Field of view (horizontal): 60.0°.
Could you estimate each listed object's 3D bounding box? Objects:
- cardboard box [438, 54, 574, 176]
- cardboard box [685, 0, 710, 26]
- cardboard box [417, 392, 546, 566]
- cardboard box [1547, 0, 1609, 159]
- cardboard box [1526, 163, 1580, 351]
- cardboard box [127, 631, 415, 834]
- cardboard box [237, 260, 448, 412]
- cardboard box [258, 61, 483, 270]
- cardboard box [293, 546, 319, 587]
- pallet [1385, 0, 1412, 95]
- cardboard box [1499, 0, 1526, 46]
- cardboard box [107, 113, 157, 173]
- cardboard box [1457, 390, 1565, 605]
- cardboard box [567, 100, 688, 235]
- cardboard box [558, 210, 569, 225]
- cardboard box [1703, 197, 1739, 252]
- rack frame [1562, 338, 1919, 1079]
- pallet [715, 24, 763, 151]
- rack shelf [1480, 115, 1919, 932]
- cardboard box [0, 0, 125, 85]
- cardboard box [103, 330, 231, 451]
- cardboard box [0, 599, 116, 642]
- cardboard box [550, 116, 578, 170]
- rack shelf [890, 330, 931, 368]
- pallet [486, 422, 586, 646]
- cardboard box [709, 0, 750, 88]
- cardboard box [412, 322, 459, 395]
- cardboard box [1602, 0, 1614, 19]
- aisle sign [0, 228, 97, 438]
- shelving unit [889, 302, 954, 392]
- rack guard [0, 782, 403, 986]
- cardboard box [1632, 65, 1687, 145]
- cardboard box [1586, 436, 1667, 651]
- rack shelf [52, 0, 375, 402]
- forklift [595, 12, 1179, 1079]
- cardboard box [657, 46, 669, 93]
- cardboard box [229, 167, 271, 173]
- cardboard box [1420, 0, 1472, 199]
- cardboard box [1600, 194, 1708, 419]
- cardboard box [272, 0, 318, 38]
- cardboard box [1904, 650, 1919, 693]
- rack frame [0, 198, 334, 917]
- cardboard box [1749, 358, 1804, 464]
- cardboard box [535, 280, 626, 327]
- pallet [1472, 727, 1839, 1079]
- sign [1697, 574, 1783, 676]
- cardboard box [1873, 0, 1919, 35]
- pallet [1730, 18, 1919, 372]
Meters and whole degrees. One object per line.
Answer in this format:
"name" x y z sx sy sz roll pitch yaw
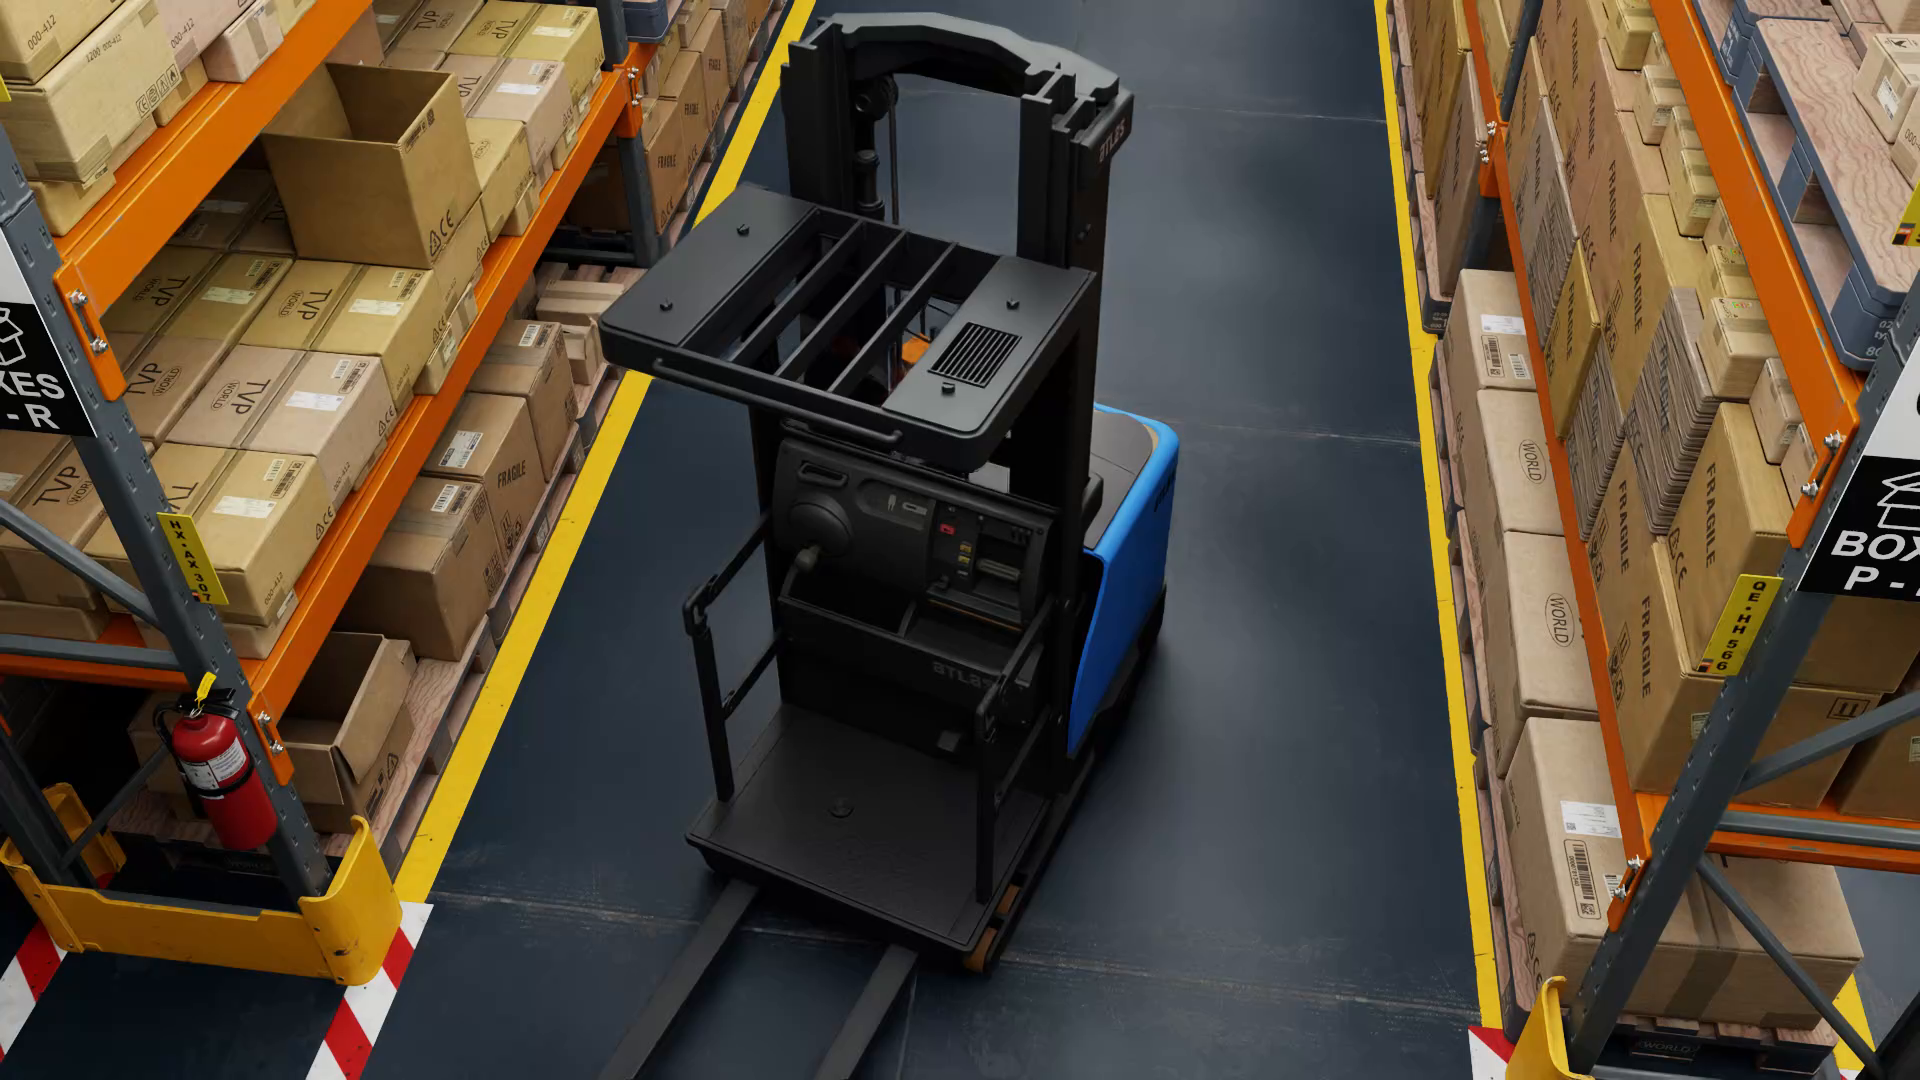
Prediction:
"cardboard box" -1.920 -1.750 6.831 0.500 0.250 0.500 5 44 6
"cardboard box" -1.621 -3.005 9.304 0.380 0.149 0.250 7 44 7
"cardboard box" -2.076 -0.266 6.884 0.500 0.500 0.500 6 44 6
"cardboard box" 2.502 -1.713 6.100 0.500 0.500 0.500 5 44 5
"cardboard box" 2.413 -1.019 6.094 0.500 0.500 0.500 5 44 6
"cardboard box" -2.397 0.664 5.900 0.797 0.503 0.637 4 44 4
"cardboard box" -2.115 -0.710 5.733 0.500 0.250 0.500 4 44 5
"cardboard box" -2.047 -1.315 5.827 0.500 0.500 0.500 6 44 7
"cardboard box" -2.269 0.032 5.239 0.380 0.149 0.250 6 44 7
"pallet" 3.228 -3.143 10.438 1.003 0.211 1.213 5 44 6
"cardboard box" 2.695 -2.409 7.380 0.500 0.250 0.500 5 44 5
"cardboard box" -2.290 -1.057 4.208 0.380 0.149 0.250 6 44 6
"cardboard box" 2.571 -0.153 6.811 0.875 0.438 0.875 4 44 4
"cardboard box" -1.756 -1.962 8.676 0.500 0.500 0.500 7 44 7
"cardboard box" -2.271 -2.015 8.731 0.500 0.500 0.500 5 44 5
"cardboard box" 2.337 -0.830 4.695 0.380 0.149 0.250 5 44 5
"rack frame" 2.349 0.766 4.281 1.000 3.000 0.127 5 44 6
"pallet" -1.814 -2.787 10.062 1.003 0.211 1.213 5 44 6
"rack shelf" 2.613 -0.335 5.968 1.077 0.370 4.000 5 44 6
"cardboard box" -2.264 -1.286 3.796 0.500 0.250 0.500 5 44 5
"cardboard box" -2.705 -0.425 5.432 0.500 0.250 0.500 5 44 6
"cardboard box" -2.794 0.159 5.106 0.380 0.149 0.250 5 44 5
"cardboard box" -1.858 -1.718 7.088 0.380 0.149 0.250 6 44 7
"rack shelf" -0.127 -0.715 6.695 0.258 0.103 0.180 31 52 29
"pallet" -2.294 -0.094 7.218 1.003 0.211 1.213 5 44 6
"cardboard box" -1.550 -3.019 9.791 0.500 0.500 0.500 4 44 4
"cardboard box" -2.037 -0.664 5.974 0.380 0.149 0.250 4 44 4
"cardboard box" 2.475 -1.885 5.810 0.380 0.149 0.250 5 44 5
"aisle sign" -2.290 -0.553 3.784 0.394 0.787 0.004 5 44 6
"shelving unit" -0.127 -0.486 6.912 0.258 1.200 0.189 31 52 29
"rack guard" -2.562 1.174 5.669 1.175 0.500 0.348 5 44 6
"cardboard box" 2.359 -1.367 5.262 0.380 0.149 0.250 5 44 6
"cardboard box" 2.232 0.037 4.979 0.500 0.500 0.500 4 44 5
"rack shelf" -2.307 -1.873 5.410 1.077 0.370 4.000 5 44 6
"forklift" -0.256 0.070 5.067 1.130 2.935 3.031 18 46 18
"cardboard box" -1.749 -2.481 8.751 0.380 0.149 0.250 3 44 3
"cardboard box" -2.506 -1.455 6.520 0.500 0.250 0.500 6 44 6
"cardboard box" 2.992 -2.387 8.851 0.875 0.875 0.875 6 44 7
"cardboard box" 2.285 -0.679 5.007 0.500 0.500 0.500 5 44 5
"cardboard box" -2.077 -1.570 4.750 0.380 0.149 0.250 5 44 5
"cardboard box" 2.695 0.066 4.221 0.500 0.500 0.500 4 44 5
"rack frame" -2.572 0.318 4.755 1.000 3.000 0.127 5 44 6
"cardboard box" 2.208 -0.306 4.142 0.380 0.149 0.250 6 44 6
"cardboard box" -1.825 -1.119 8.041 0.380 0.149 0.250 4 44 4
"pallet" 2.377 1.227 5.823 1.003 0.211 1.213 5 44 6
"sign" 1.813 0.201 3.864 0.100 0.325 0.005 5 44 6
"cardboard box" 2.596 -1.495 4.174 0.500 0.311 0.500 6 44 6
"pallet" 2.437 -0.797 3.815 1.003 0.211 1.213 5 44 6
